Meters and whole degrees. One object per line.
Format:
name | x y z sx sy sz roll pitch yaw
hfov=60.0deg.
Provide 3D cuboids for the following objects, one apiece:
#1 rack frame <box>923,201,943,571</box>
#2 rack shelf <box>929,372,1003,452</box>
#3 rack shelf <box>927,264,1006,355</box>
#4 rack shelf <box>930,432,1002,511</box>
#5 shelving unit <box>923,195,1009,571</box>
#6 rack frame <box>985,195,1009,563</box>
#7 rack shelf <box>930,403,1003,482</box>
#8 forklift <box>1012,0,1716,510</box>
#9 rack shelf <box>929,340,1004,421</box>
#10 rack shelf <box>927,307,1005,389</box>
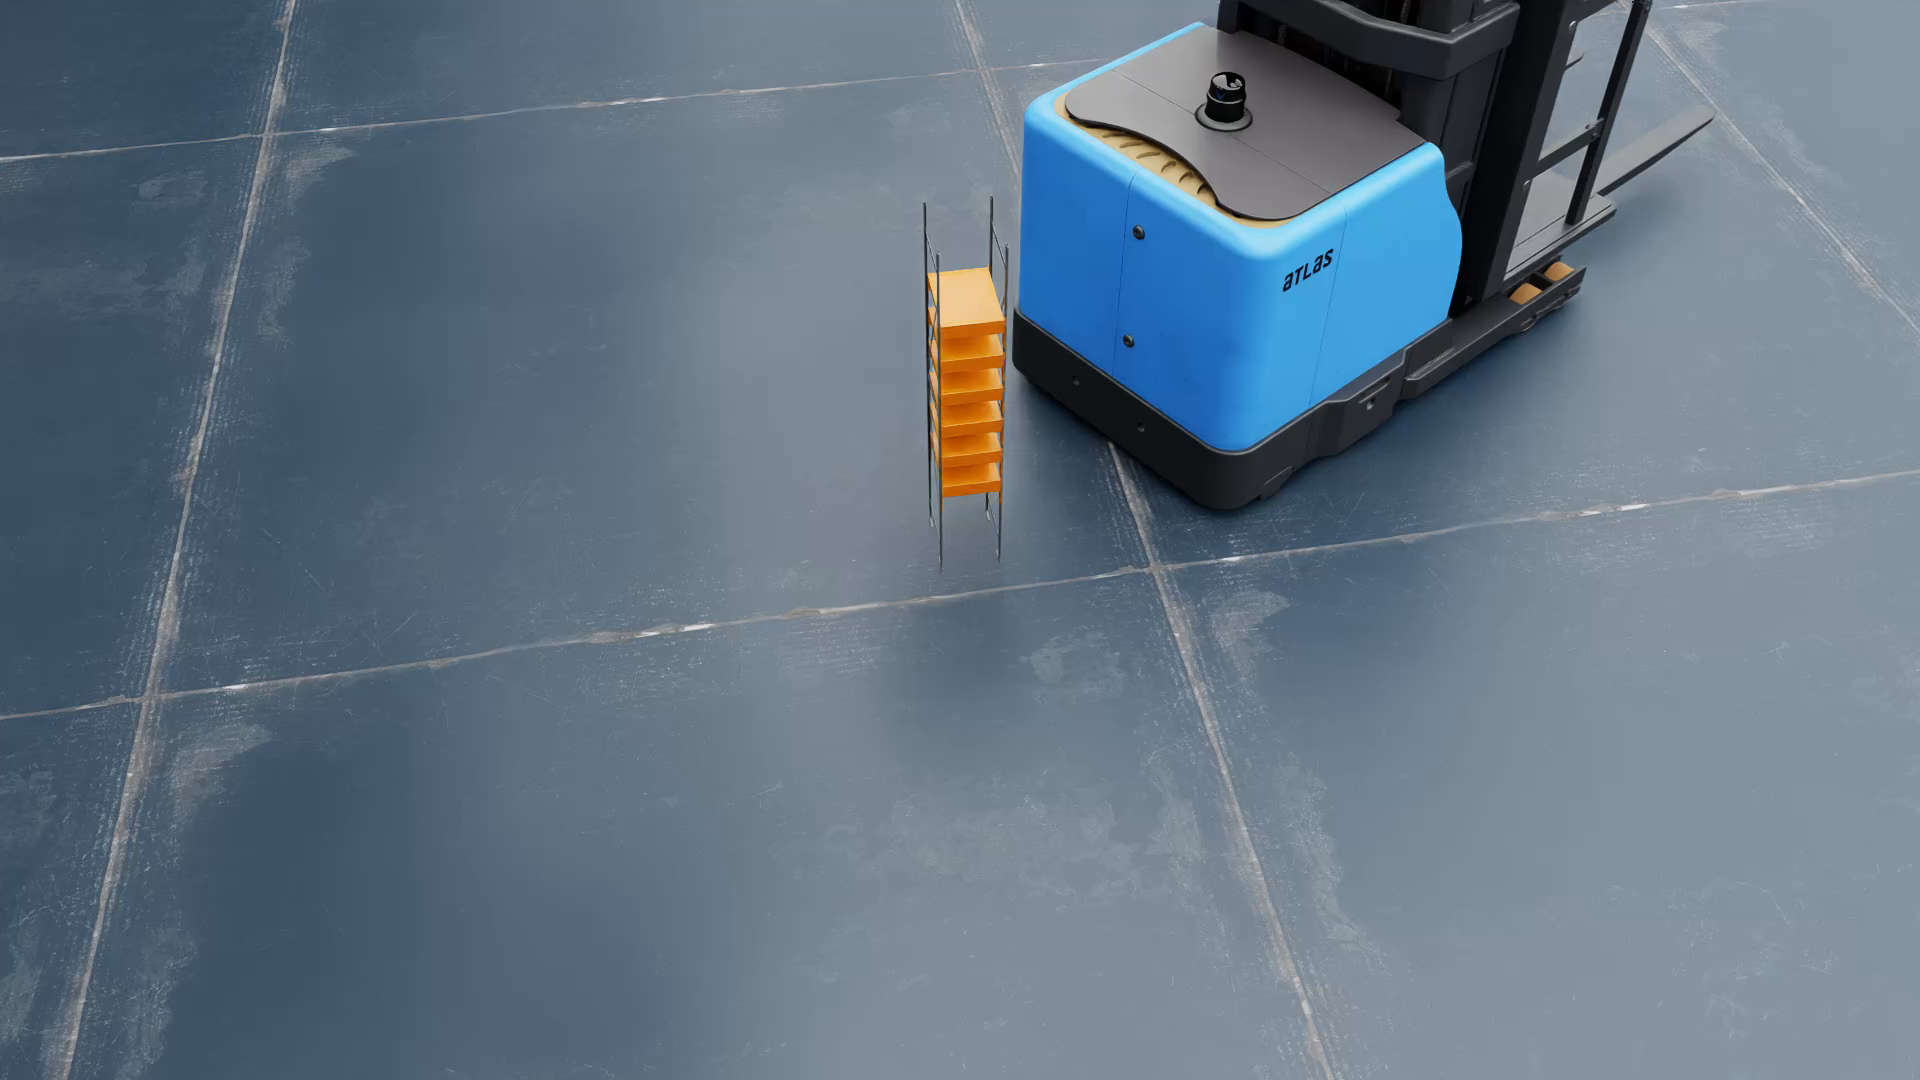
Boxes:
rack frame | -0.076 -0.407 4.809 0.006 1.200 0.240 -7 46 -7
rack shelf | 0.014 -0.387 4.852 0.180 0.103 0.258 -7 46 -7
rack shelf | 0.014 -0.637 4.592 0.180 0.103 0.258 -7 46 -7
rack shelf | 0.014 -0.221 5.024 0.180 0.103 0.258 -7 46 -7
shelving unit | 0.014 -0.418 4.820 0.189 1.200 0.258 -7 46 -7
rack frame | 0.104 -0.429 4.830 0.006 1.200 0.240 -7 46 -7
rack shelf | 0.014 -0.304 4.938 0.180 0.103 0.258 -7 46 -7
forklift | 1.626 -2.027 5.168 3.031 2.935 1.130 -32 54 -27
rack shelf | 0.014 -0.471 4.765 0.180 0.103 0.258 -7 46 -7
rack shelf | 0.014 -0.554 4.679 0.180 0.103 0.258 -7 46 -7
